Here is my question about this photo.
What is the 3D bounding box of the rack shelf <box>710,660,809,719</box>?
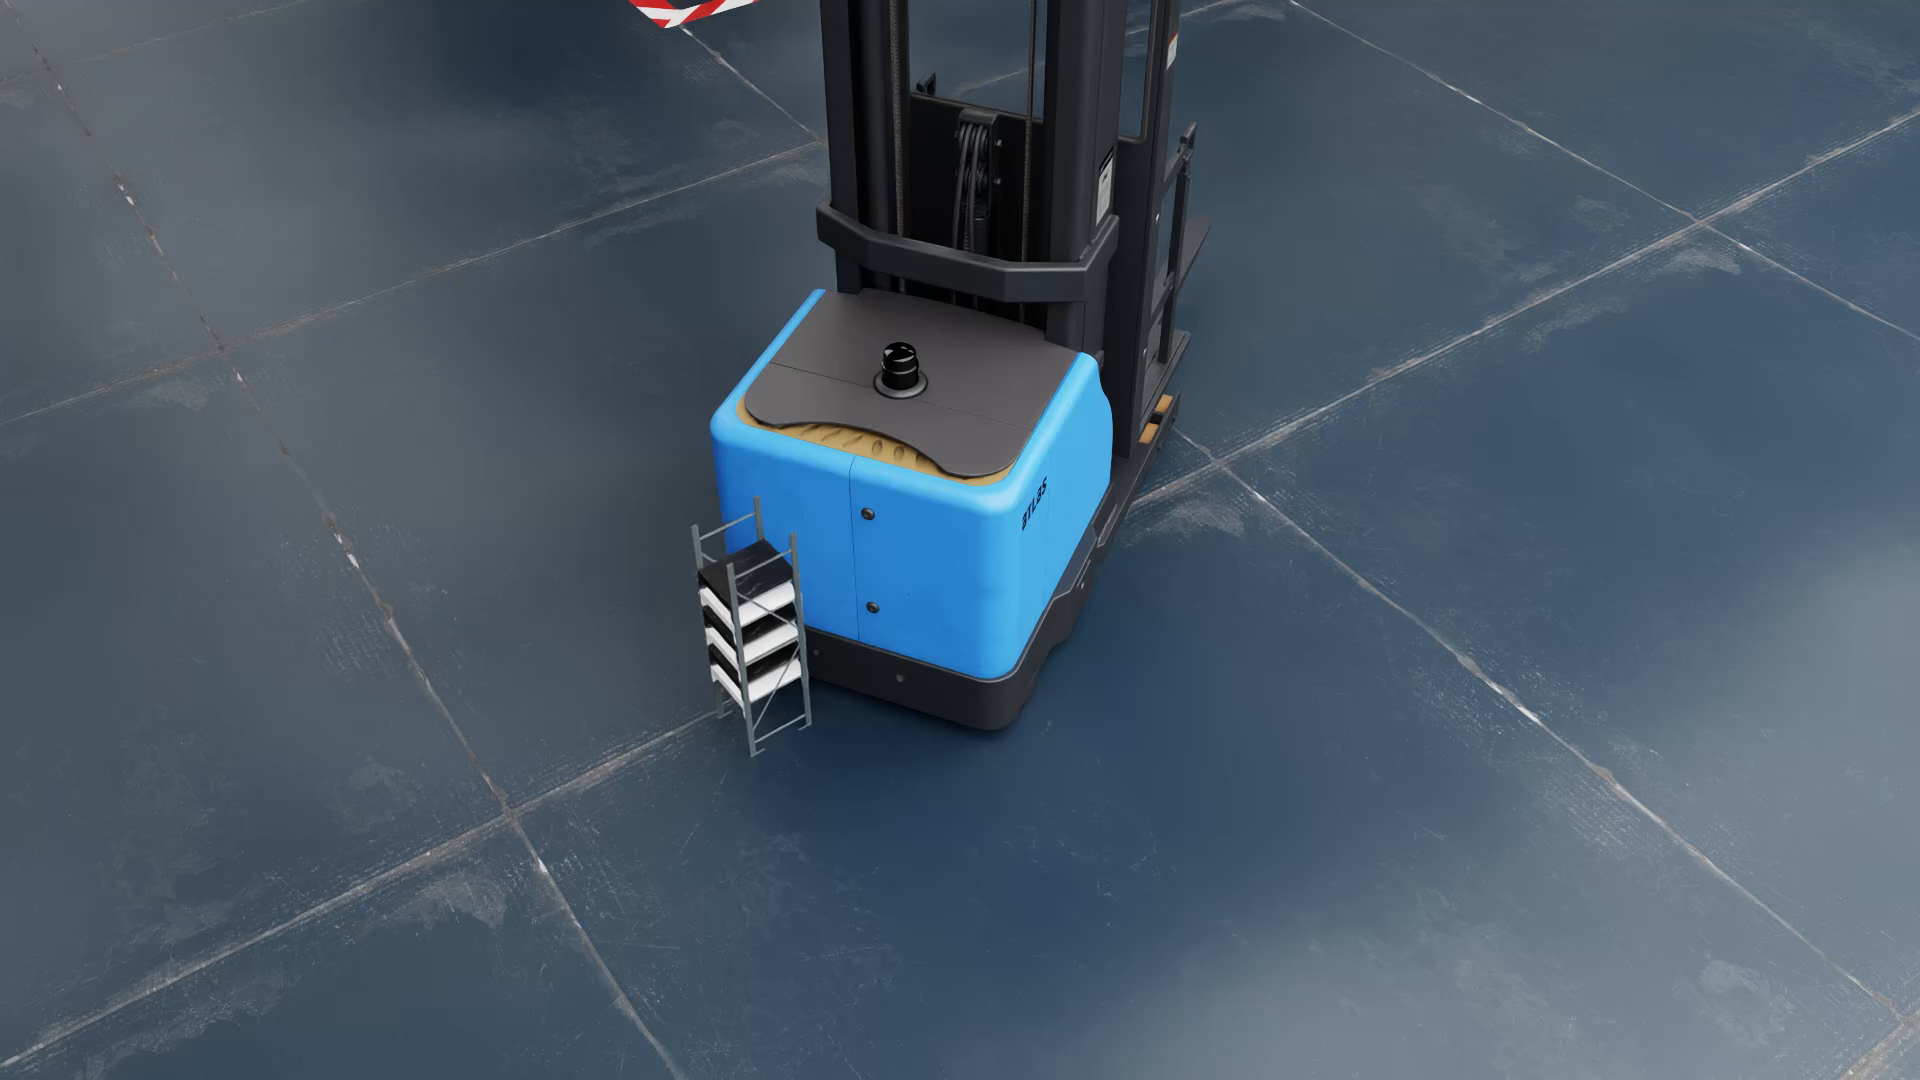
[{"bbox_3d":[-0.655,0.442,5.441,0.258,0.077,0.200,-28,51,-26],"label":"rack shelf"}]

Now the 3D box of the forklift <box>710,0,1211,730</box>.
[{"bbox_3d":[0.238,-1.462,5.659,1.130,2.935,3.031,16,46,16],"label":"forklift"}]

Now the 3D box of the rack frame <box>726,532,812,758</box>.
[{"bbox_3d":[-0.592,0.347,5.234,0.240,0.900,0.006,-28,51,-26],"label":"rack frame"}]

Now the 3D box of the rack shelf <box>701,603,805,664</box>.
[{"bbox_3d":[-0.652,0.250,5.252,0.258,0.077,0.200,-28,51,-26],"label":"rack shelf"}]

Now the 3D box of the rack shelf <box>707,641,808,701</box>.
[{"bbox_3d":[-0.654,0.378,5.378,0.258,0.077,0.200,-28,51,-26],"label":"rack shelf"}]

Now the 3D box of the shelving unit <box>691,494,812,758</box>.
[{"bbox_3d":[-0.653,0.290,5.292,0.258,0.900,0.210,-28,51,-26],"label":"shelving unit"}]

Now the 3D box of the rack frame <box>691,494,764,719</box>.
[{"bbox_3d":[-0.714,0.233,5.349,0.240,0.900,0.006,-28,51,-26],"label":"rack frame"}]

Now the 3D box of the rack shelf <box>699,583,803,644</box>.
[{"bbox_3d":[-0.651,0.186,5.189,0.258,0.077,0.200,-28,51,-26],"label":"rack shelf"}]

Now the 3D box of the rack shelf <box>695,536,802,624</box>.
[{"bbox_3d":[-0.651,0.121,5.126,0.258,0.077,0.200,-28,51,-26],"label":"rack shelf"}]

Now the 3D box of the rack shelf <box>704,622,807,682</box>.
[{"bbox_3d":[-0.653,0.314,5.315,0.258,0.077,0.200,-28,51,-26],"label":"rack shelf"}]
